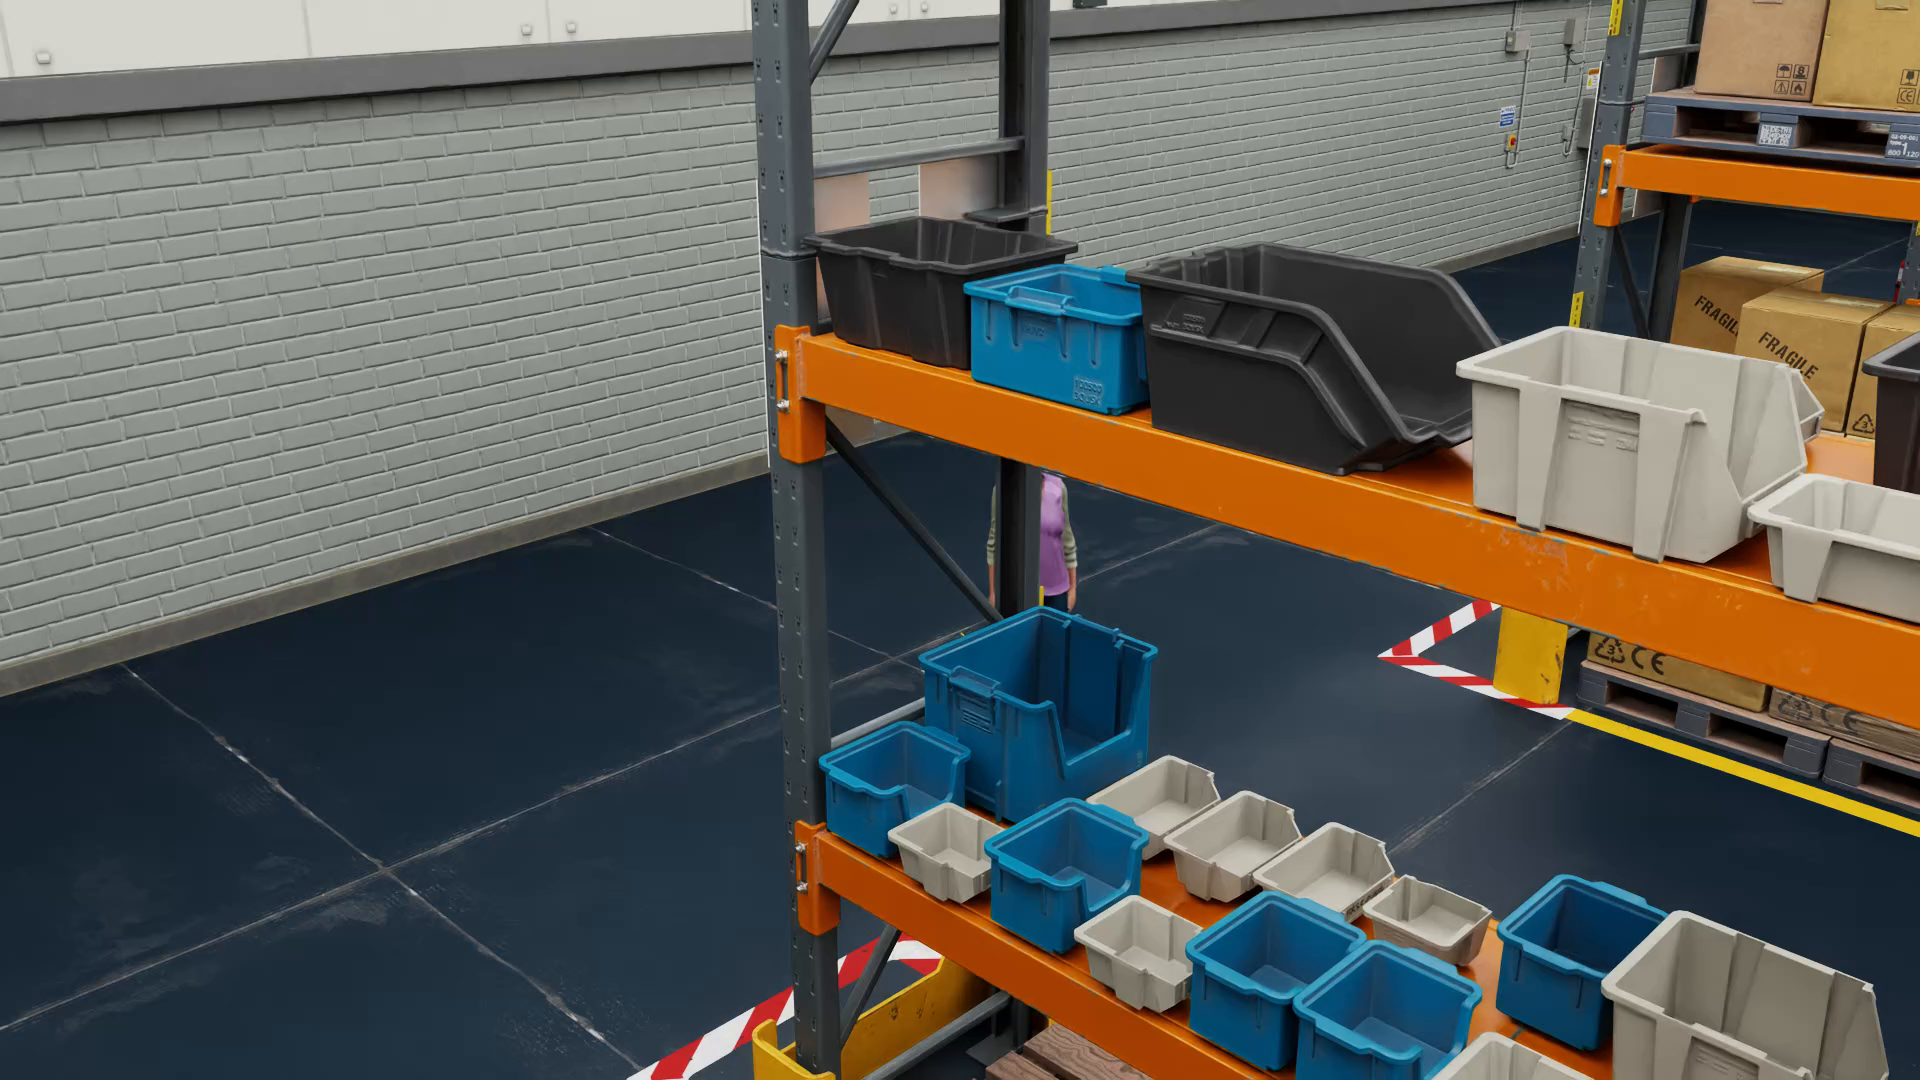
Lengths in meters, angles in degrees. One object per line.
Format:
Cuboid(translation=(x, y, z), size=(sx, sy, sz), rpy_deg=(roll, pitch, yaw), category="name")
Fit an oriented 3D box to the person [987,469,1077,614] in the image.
Cuboid(translation=(0.342, 0.242, 7.941), size=(0.424, 1.599, 0.497), rpy_deg=(-5, 21, -13), category="person")
